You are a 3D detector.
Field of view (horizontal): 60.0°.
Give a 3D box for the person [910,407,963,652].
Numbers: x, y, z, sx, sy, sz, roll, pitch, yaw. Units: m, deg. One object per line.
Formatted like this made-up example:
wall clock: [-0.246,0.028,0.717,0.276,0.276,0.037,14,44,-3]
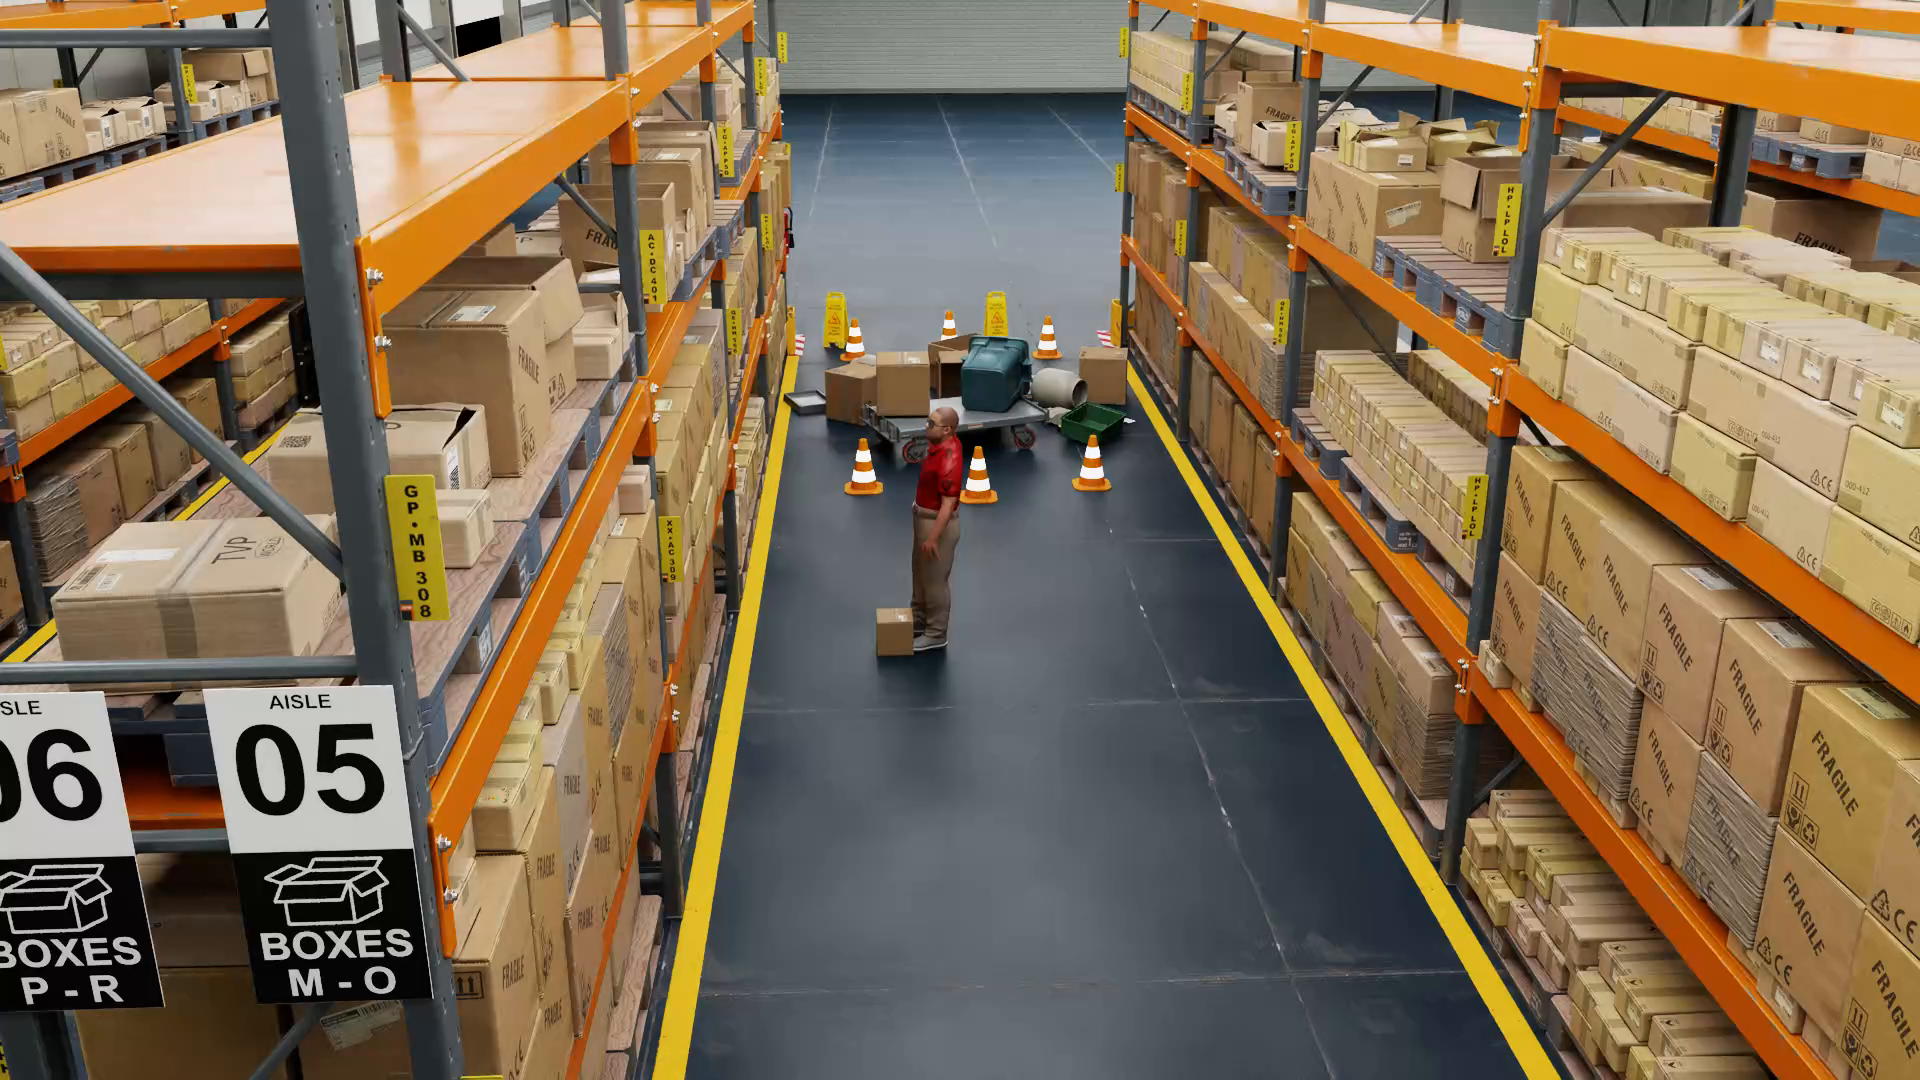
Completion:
person: [-0.251,-0.080,11.290,0.550,1.728,0.642,-1,20,-3]
